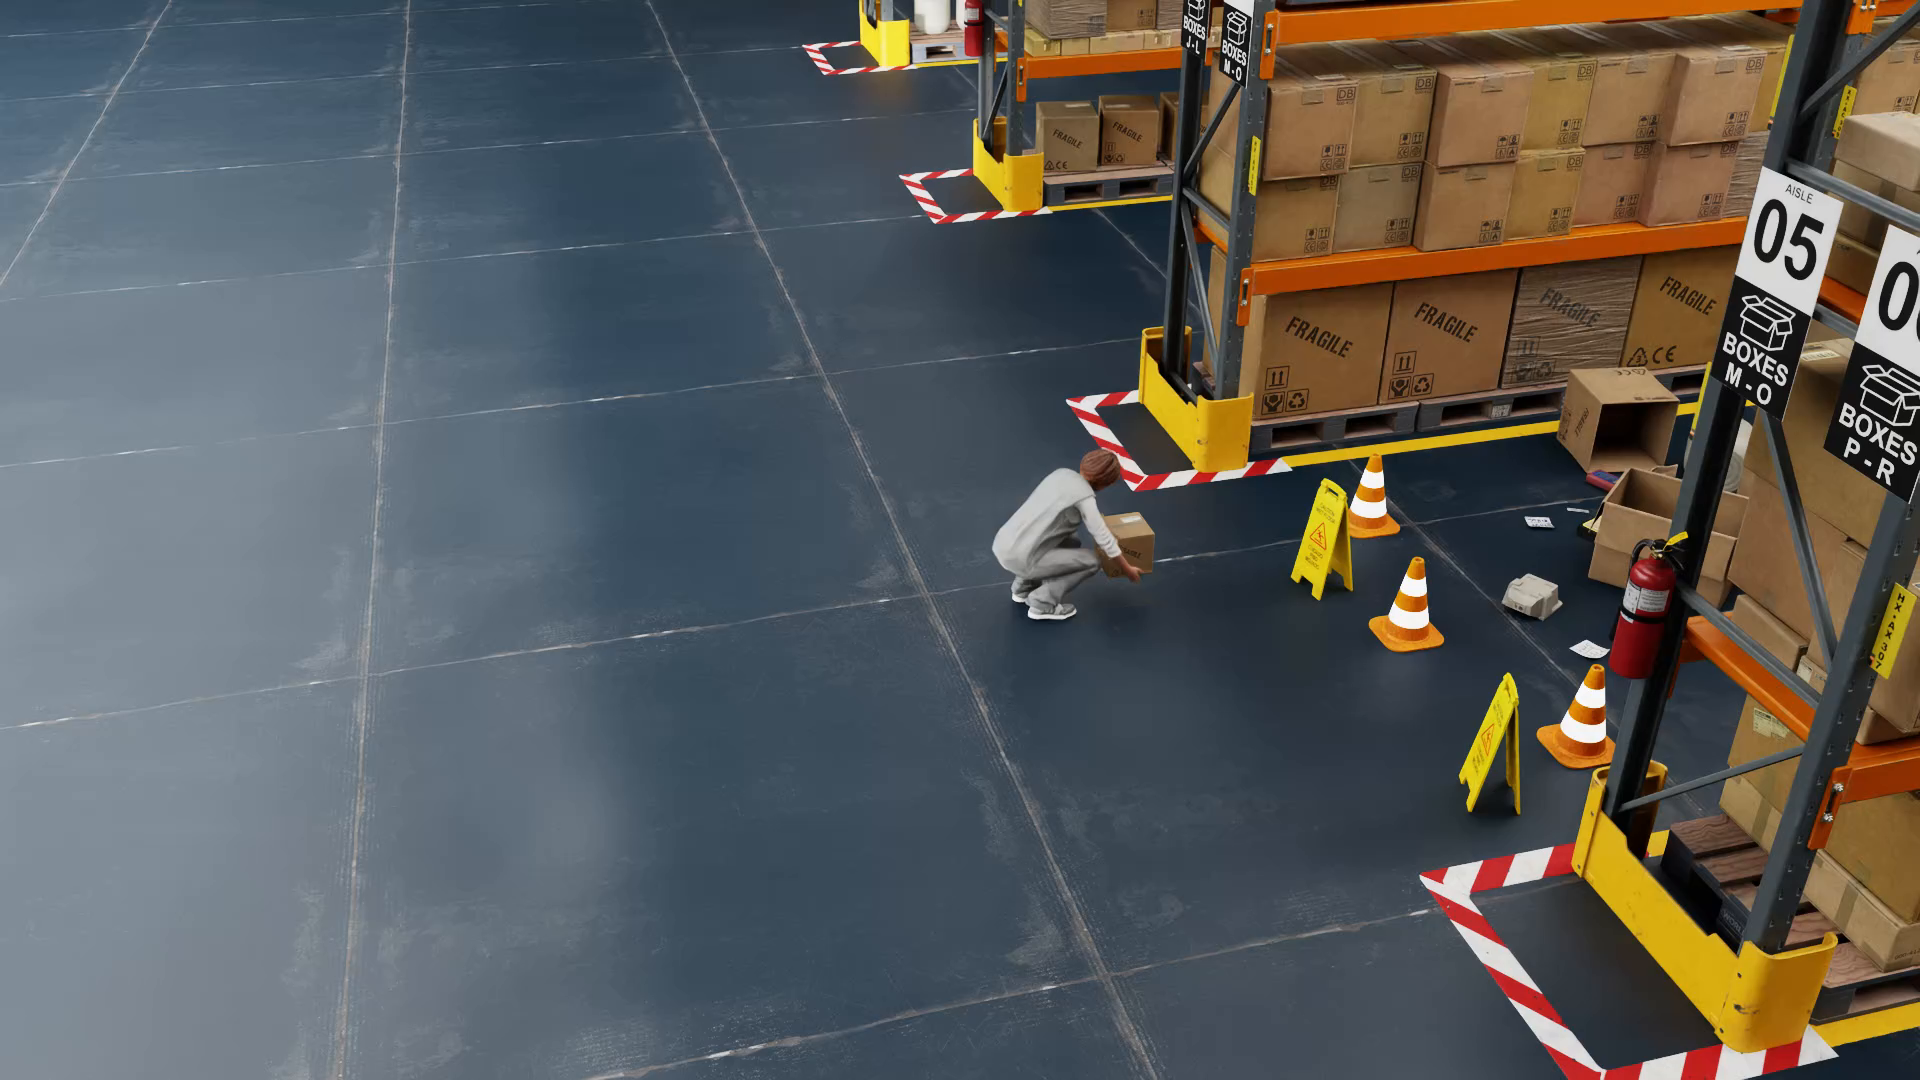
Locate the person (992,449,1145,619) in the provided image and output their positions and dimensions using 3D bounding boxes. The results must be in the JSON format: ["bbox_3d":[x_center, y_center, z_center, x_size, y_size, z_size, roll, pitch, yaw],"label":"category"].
[{"bbox_3d":[0.576,-0.027,8.988,0.823,0.890,0.428,-8,32,-14],"label":"person"}]
